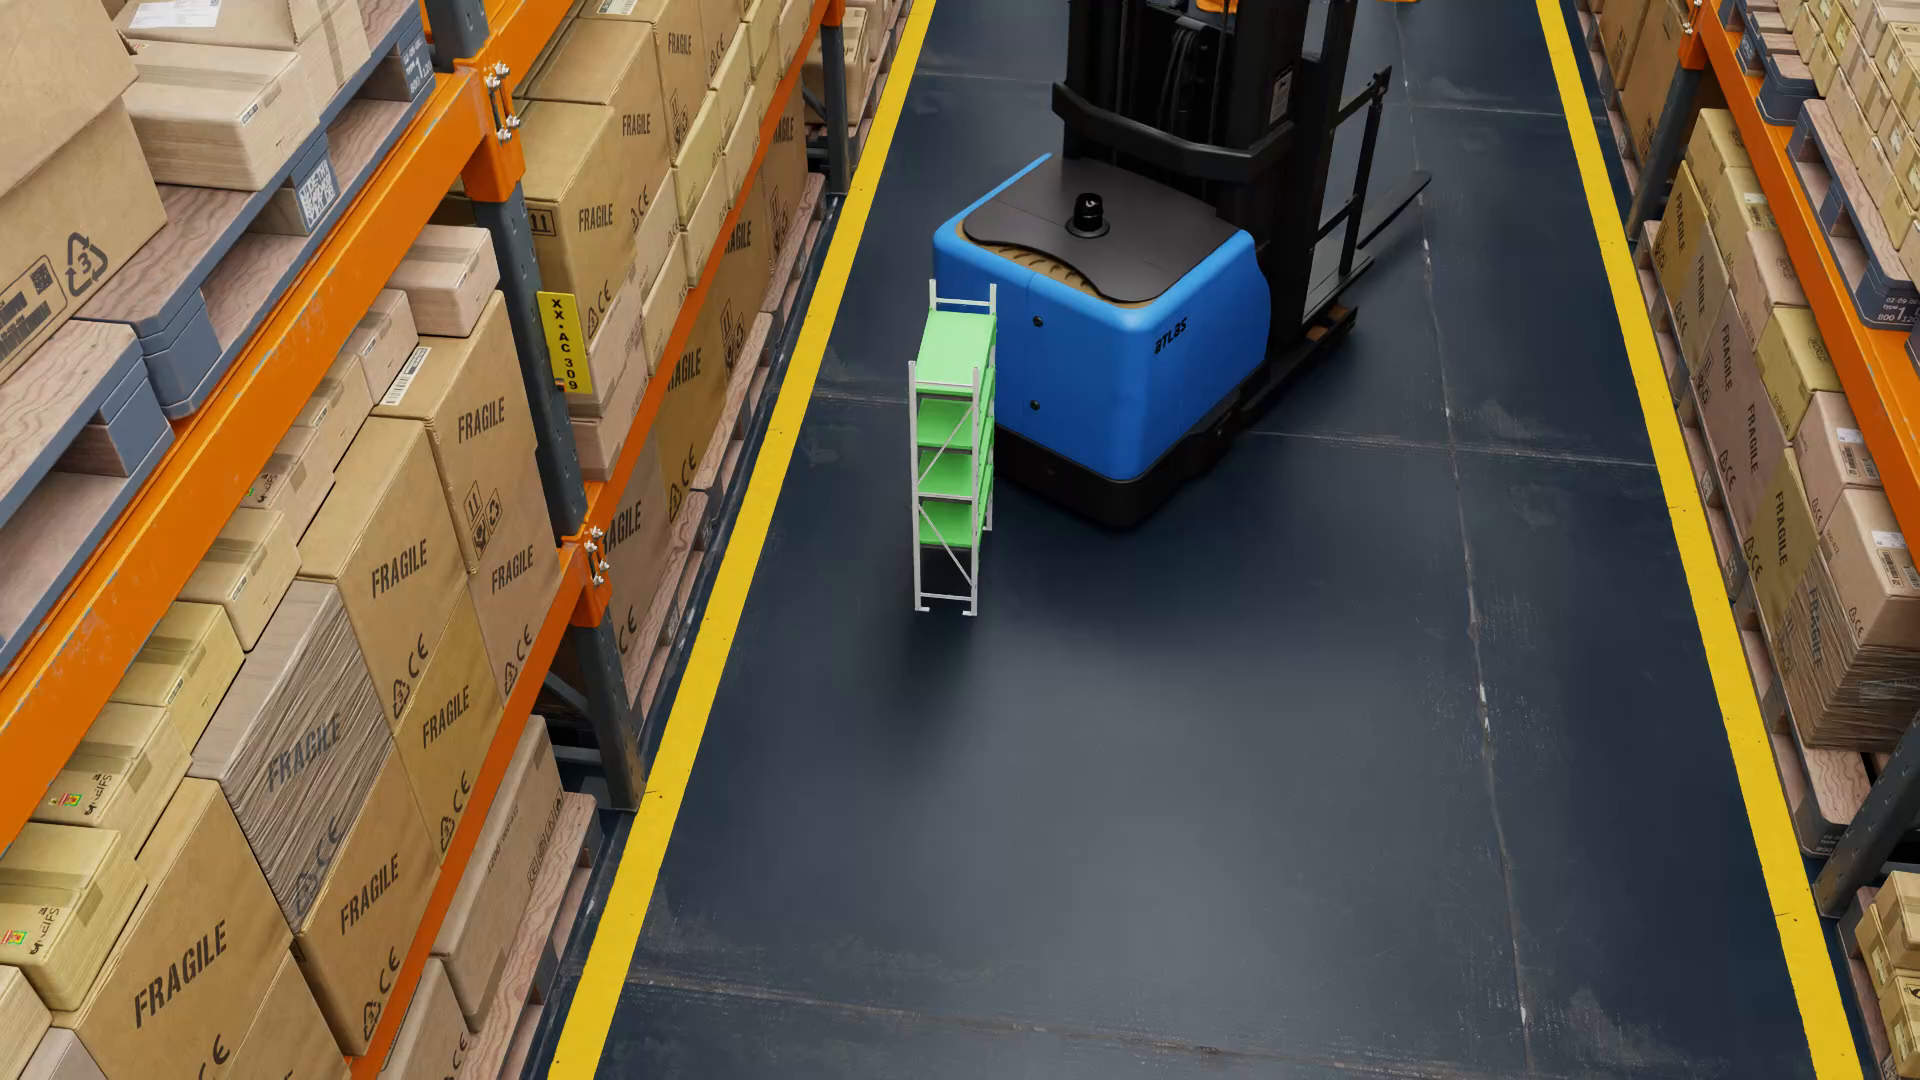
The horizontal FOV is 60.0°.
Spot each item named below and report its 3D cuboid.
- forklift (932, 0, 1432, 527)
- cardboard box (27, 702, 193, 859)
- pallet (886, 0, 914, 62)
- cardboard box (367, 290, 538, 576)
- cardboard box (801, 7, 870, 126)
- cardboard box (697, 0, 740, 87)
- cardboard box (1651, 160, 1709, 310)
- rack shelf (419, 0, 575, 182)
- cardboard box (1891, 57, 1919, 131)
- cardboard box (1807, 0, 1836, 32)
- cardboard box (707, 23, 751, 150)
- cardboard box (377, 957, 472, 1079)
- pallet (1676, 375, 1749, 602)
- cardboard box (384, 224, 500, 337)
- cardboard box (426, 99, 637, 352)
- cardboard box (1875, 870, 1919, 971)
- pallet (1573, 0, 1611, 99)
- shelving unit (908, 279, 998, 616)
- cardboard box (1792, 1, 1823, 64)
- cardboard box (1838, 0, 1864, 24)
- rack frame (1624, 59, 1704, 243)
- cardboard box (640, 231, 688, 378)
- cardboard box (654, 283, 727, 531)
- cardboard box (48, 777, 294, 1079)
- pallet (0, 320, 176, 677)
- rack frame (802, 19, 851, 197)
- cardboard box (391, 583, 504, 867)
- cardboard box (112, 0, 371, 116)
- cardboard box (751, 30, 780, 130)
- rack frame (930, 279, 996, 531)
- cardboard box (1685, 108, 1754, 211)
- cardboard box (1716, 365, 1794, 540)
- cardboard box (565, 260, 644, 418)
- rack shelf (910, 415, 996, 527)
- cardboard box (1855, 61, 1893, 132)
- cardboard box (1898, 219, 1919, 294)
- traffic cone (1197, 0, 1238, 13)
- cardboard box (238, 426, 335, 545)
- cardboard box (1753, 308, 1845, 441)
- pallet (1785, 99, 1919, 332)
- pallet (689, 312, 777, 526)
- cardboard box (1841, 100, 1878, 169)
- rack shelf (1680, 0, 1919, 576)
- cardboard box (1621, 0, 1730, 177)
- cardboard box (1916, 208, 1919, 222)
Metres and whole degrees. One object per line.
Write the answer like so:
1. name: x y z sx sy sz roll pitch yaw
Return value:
1. forklift: 1.182 -2.074 6.809 1.130 2.935 3.031 28 50 27
2. cardboard box: -1.577 0.409 2.864 0.380 0.149 0.250 5 44 6
3. pallet: -0.805 -3.304 10.086 1.003 0.211 1.213 5 44 6
4. cardboard box: -1.391 -0.282 4.066 0.500 0.500 0.500 5 44 5
5. cardboard box: -0.989 -2.537 8.854 0.950 0.372 0.625 3 43 3
6. cardboard box: -1.089 -1.946 5.823 0.500 0.500 0.500 5 44 5
7. cardboard box: 3.500 -1.360 7.517 0.500 0.500 0.500 4 44 4
8. rack shelf: -1.338 -2.420 5.466 1.077 0.370 4.000 5 44 6
9. cardboard box: 3.384 -1.488 5.585 0.380 0.149 0.250 5 44 5
10. cardboard box: 3.517 -2.065 6.410 0.380 0.149 0.250 4 44 4
11. cardboard box: -1.066 -1.674 6.082 0.500 0.250 0.500 4 44 4
12. cardboard box: -1.910 1.577 4.461 0.875 0.438 0.875 4 44 4
13. pallet: 3.578 -0.200 6.807 1.003 0.211 1.213 5 44 6
14. cardboard box: -1.328 -0.625 3.957 0.380 0.149 0.250 4 44 5
15. cardboard box: -1.259 -0.902 4.721 0.500 0.500 0.500 6 44 6
16. cardboard box: 2.952 1.145 4.911 0.380 0.149 0.250 7 44 7
17. pallet: 4.189 -2.921 9.681 1.003 0.211 1.213 5 44 6
18. shelving unit: -0.022 -0.323 6.218 0.258 1.200 0.503 5 44 6
19. cardboard box: 3.516 -1.982 6.539 0.380 0.149 0.250 7 44 8
20. cardboard box: 3.488 -2.023 6.150 0.380 0.149 0.250 4 44 4
21. rack frame: 3.846 -2.574 7.287 1.000 3.000 0.127 5 44 6
22. cardboard box: -1.216 -0.803 5.526 0.500 0.250 0.500 4 44 4
23. cardboard box: -1.488 -0.656 6.501 0.875 0.875 0.875 6 44 7
24. cardboard box: -1.599 0.752 2.974 0.500 0.500 0.500 5 44 6
25. pallet: -1.885 0.100 2.346 1.003 0.211 1.213 5 44 6
26. rack frame: -1.074 -2.955 7.689 1.000 3.000 0.127 5 44 6
27. cardboard box: -1.473 0.425 4.046 0.500 0.500 0.500 4 44 4
28. cardboard box: -1.370 -0.994 3.156 0.396 0.266 0.258 7 44 7
29. cardboard box: -1.018 -1.841 6.622 0.500 0.250 0.500 5 44 5
30. rack frame: 0.010 -0.489 6.394 0.240 1.200 0.015 5 44 6
31. cardboard box: 3.515 -1.643 7.271 0.500 0.250 0.500 3 44 4
32. cardboard box: 3.306 -0.319 6.418 0.500 0.500 0.500 4 44 5
33. cardboard box: -1.265 -0.630 4.979 0.500 0.250 0.500 4 44 4
34. rack shelf: -0.022 -0.276 6.262 0.258 0.148 0.480 5 44 6
35. cardboard box: 3.414 -1.554 5.871 0.380 0.149 0.250 5 44 5
36. cardboard box: 3.307 -0.905 5.402 0.380 0.149 0.250 4 44 4
37. traffic cone: 1.632 -3.499 10.109 0.336 0.463 0.334 5 44 6
38. cardboard box: -1.529 -0.112 3.415 0.380 0.149 0.250 5 44 5
39. cardboard box: 3.302 -0.606 6.176 0.500 0.250 0.500 3 44 4
40. pallet: 3.625 -1.151 5.924 1.003 0.211 1.213 5 44 6
41. pallet: -1.416 -0.583 7.212 1.003 0.211 1.213 5 44 6
42. cardboard box: 3.414 -1.445 5.971 0.380 0.149 0.250 6 44 6
43. rack shelf: 3.582 -0.950 6.094 1.077 0.370 4.000 5 44 6
44. cardboard box: 4.016 -2.316 8.345 1.050 0.750 0.750 5 44 5
45. cardboard box: 3.311 -1.019 5.305 0.380 0.149 0.250 3 44 3
